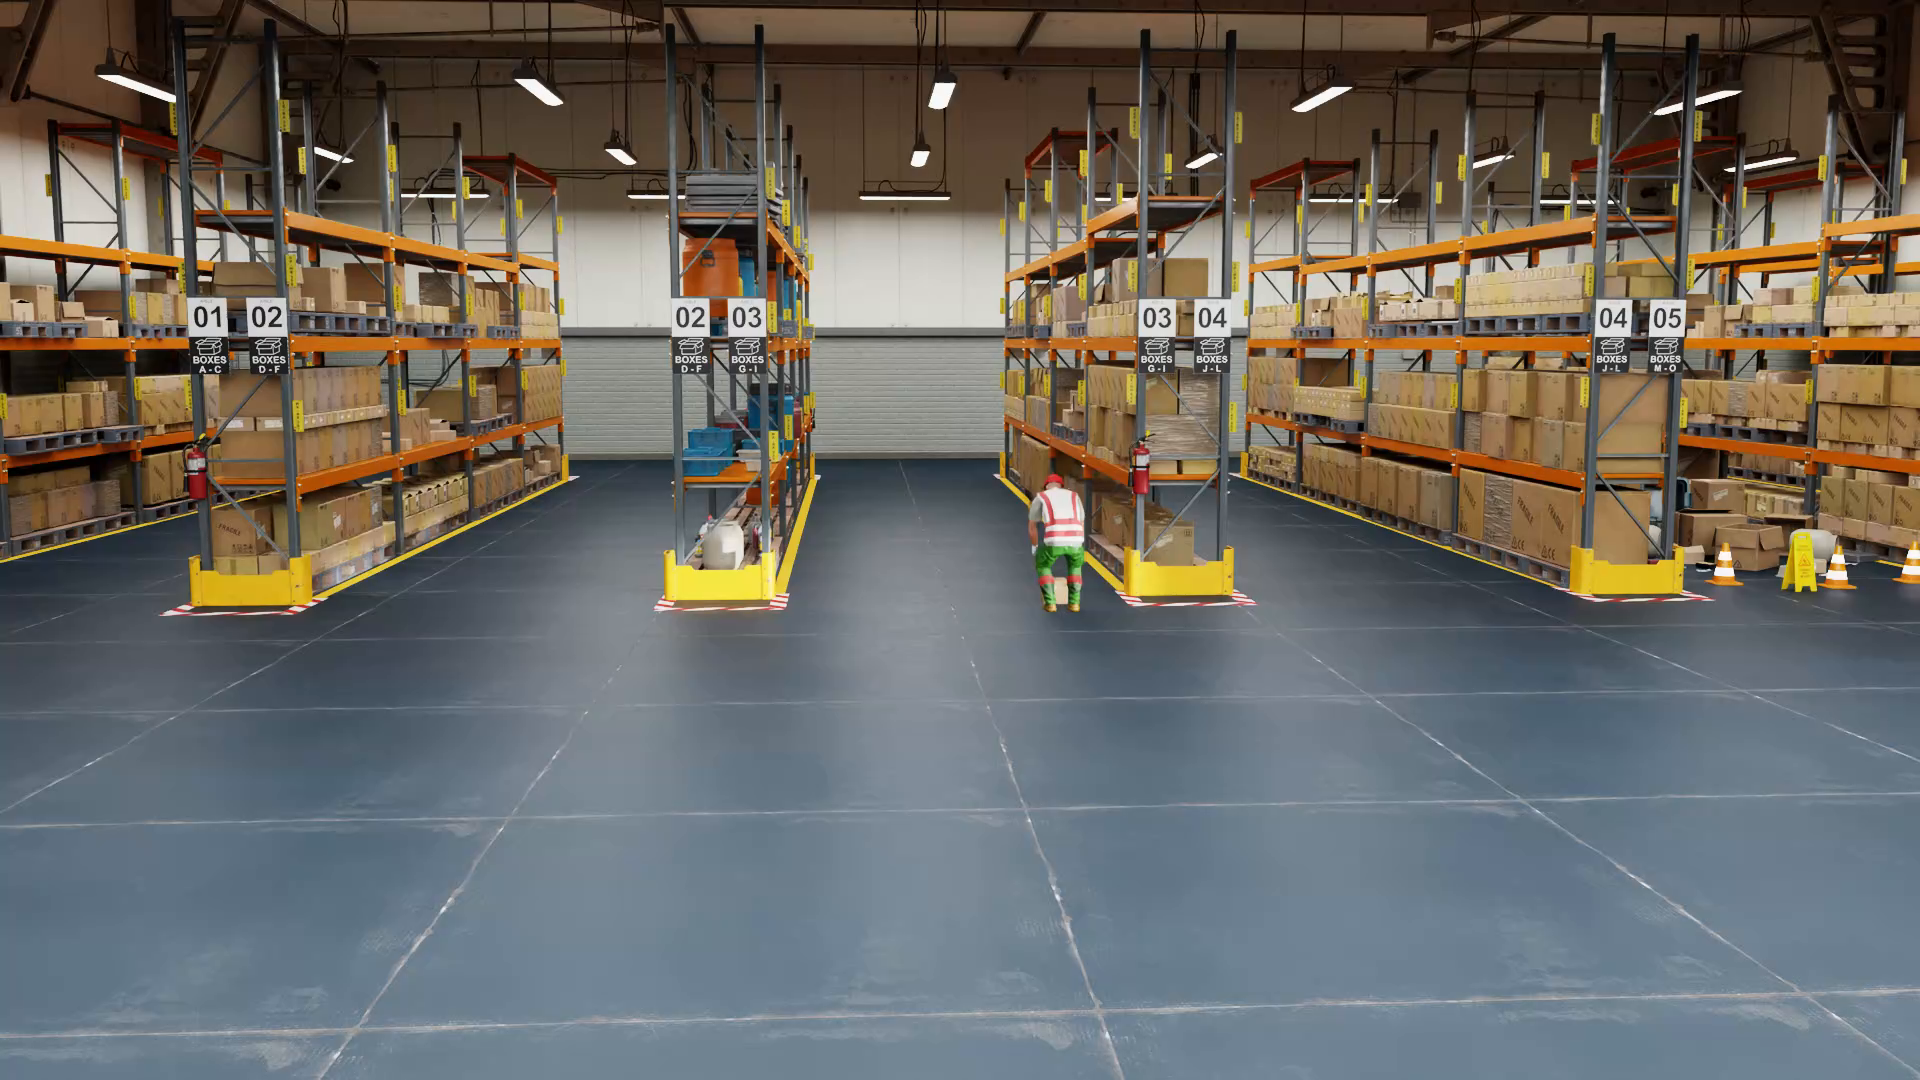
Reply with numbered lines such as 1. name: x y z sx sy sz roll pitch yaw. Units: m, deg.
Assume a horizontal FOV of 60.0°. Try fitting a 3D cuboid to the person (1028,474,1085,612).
1. person: 0.998 0.027 17.146 0.584 1.381 0.782 0 7 -4
